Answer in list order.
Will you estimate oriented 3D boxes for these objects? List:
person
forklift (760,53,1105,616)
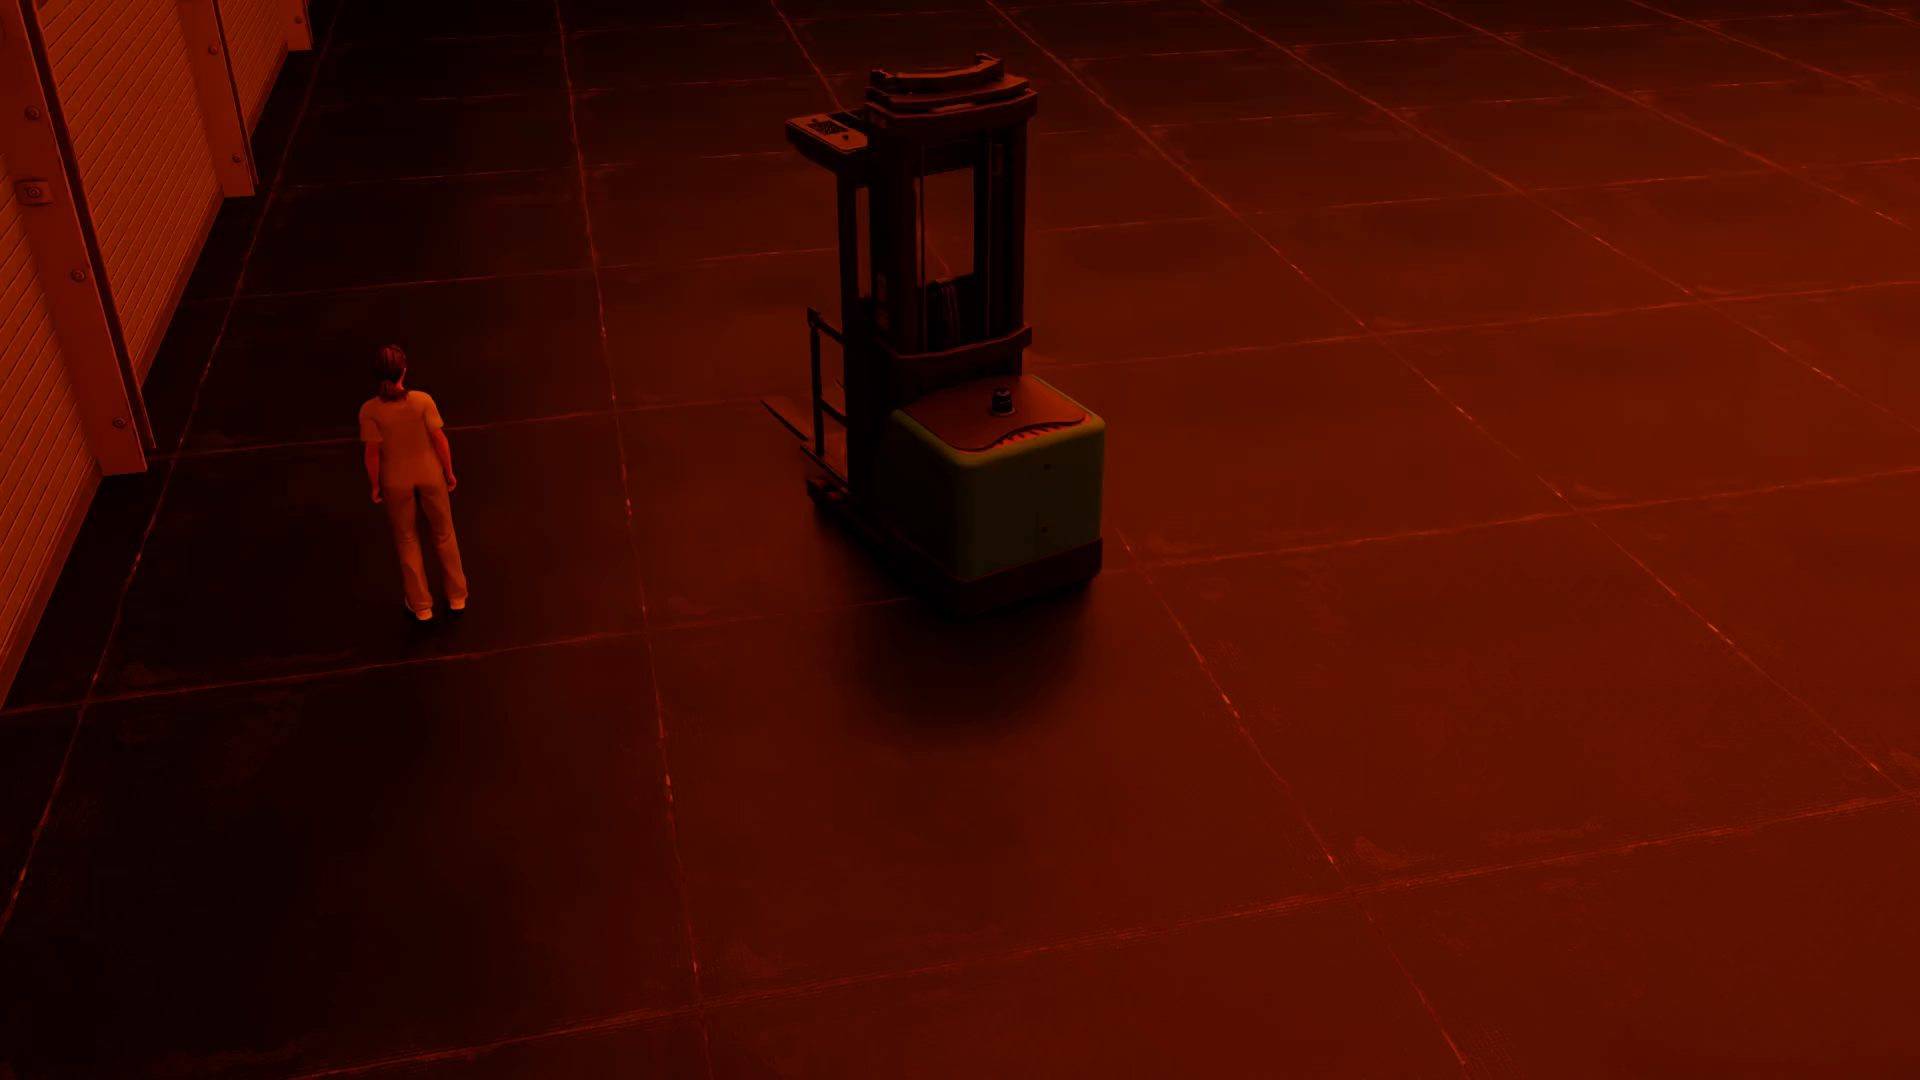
[{"bbox_3d":[-3.096,-0.332,9.405,0.472,1.674,0.382,-13,32,-21],"label":"person"},{"bbox_3d":[-0.344,-1.531,10.219,1.130,2.935,3.031,-17,34,-27],"label":"forklift"}]
